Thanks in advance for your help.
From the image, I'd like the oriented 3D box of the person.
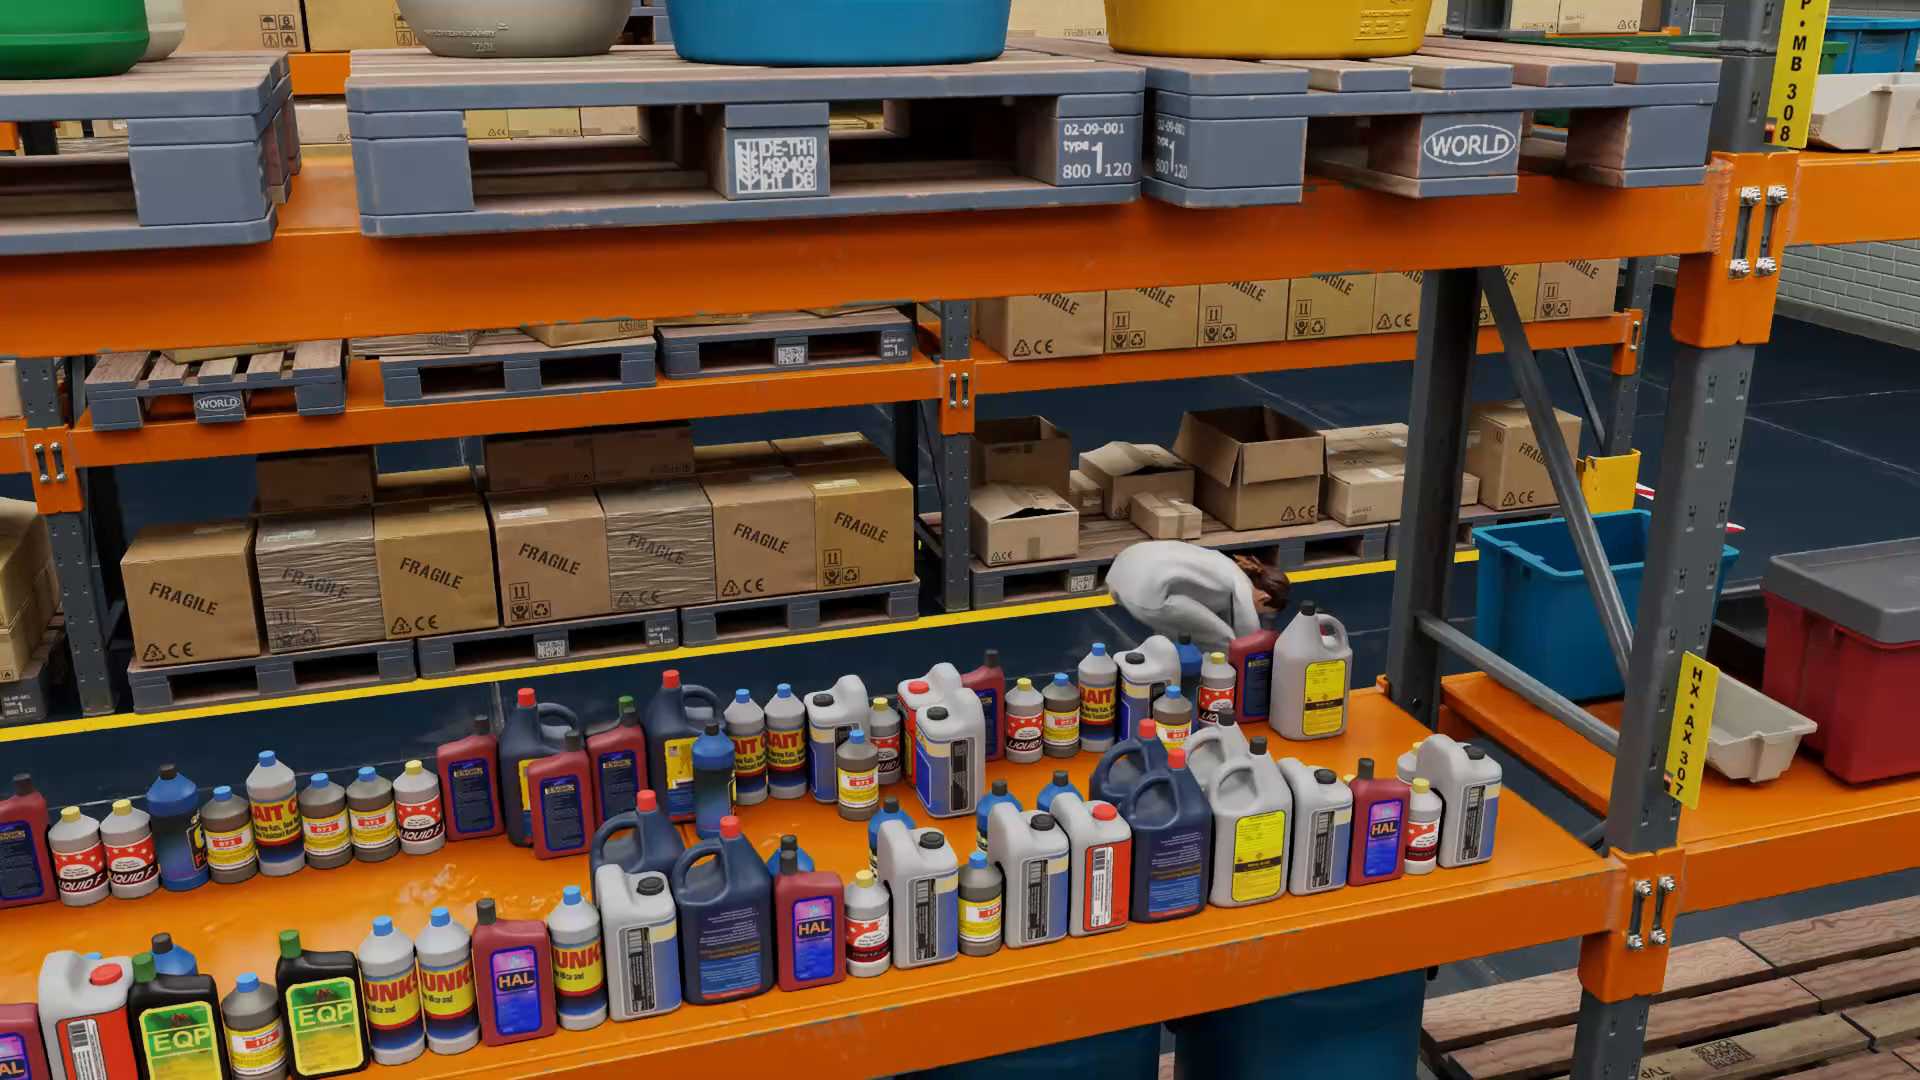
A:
[{"bbox_3d":[1.041,0.396,7.215,0.854,0.841,0.478,-7,21,-20],"label":"person"}]
